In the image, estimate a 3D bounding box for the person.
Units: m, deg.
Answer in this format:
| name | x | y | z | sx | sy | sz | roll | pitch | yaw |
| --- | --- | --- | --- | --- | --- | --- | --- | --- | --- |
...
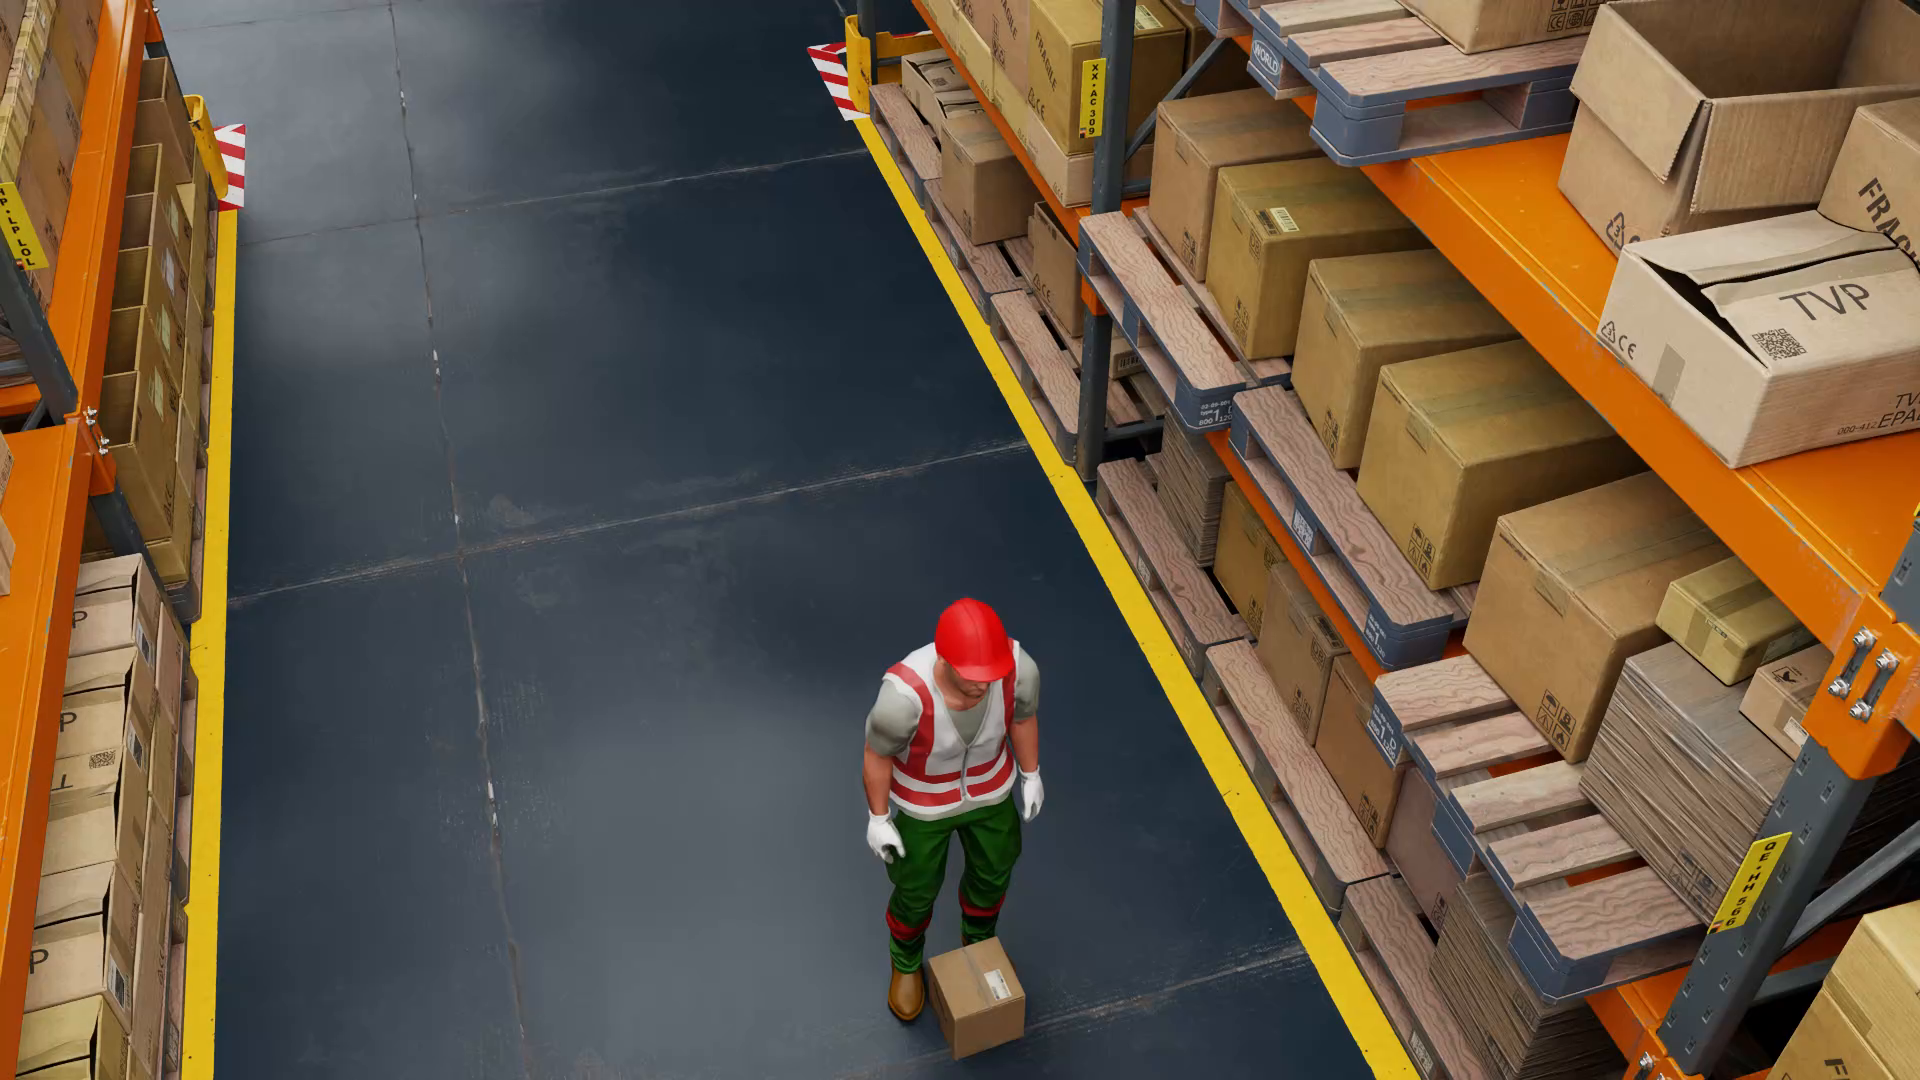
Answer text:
| name | x | y | z | sx | sy | sz | roll | pitch | yaw |
| --- | --- | --- | --- | --- | --- | --- | --- | --- | --- |
| person | -0.011 | 0.824 | 5.230 | 0.601 | 1.777 | 0.452 | -13 | 44 | -15 |
